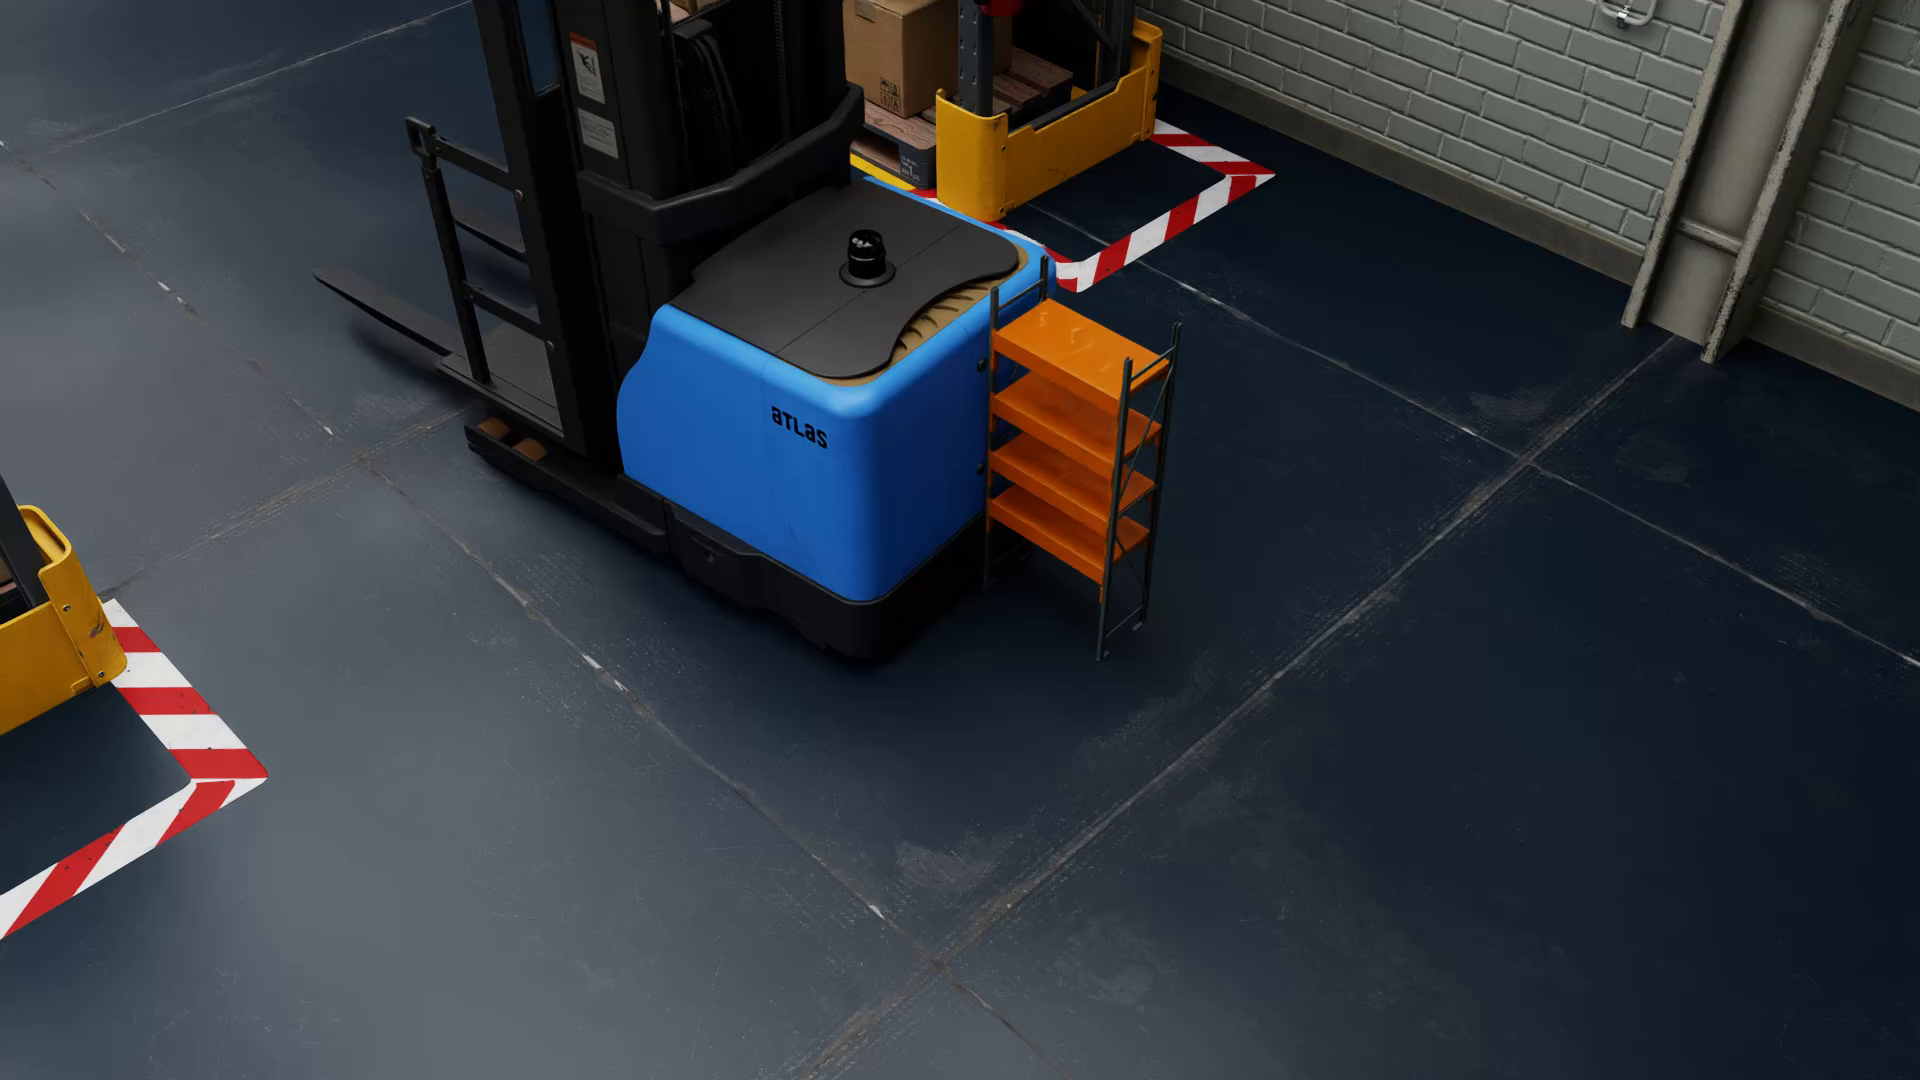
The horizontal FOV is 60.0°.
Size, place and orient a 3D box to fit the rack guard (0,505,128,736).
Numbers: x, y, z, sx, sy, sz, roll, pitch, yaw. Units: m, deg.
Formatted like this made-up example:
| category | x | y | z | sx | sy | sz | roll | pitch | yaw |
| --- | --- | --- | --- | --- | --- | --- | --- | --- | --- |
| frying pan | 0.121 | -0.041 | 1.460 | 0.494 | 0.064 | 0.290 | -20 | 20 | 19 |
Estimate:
| category | x | y | z | sx | sy | sz | roll | pitch | yaw |
| --- | --- | --- | --- | --- | --- | --- | --- | --- | --- |
| rack guard | -3.170 | 0.420 | 4.927 | 1.175 | 0.500 | 0.348 | -34 | 53 | -31 |

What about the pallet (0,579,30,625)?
| category | x | y | z | sx | sy | sz | roll | pitch | yaw |
| --- | --- | --- | --- | --- | --- | --- | --- | --- | --- |
| pallet | -3.734 | 0.144 | 5.439 | 1.003 | 0.211 | 1.213 | -34 | 53 | -31 |

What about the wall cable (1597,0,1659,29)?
| category | x | y | z | sx | sy | sz | roll | pitch | yaw |
| --- | --- | --- | --- | --- | --- | --- | --- | --- | --- |
| wall cable | 1.962 | -3.048 | 6.090 | 0.084 | 1.984 | 1.851 | -34 | 53 | -31 |

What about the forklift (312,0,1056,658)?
| category | x | y | z | sx | sy | sz | roll | pitch | yaw |
| --- | --- | --- | --- | --- | --- | --- | --- | --- | --- |
| forklift | -1.162 | -1.530 | 5.246 | 3.031 | 2.935 | 1.130 | 28 | 49 | 27 |

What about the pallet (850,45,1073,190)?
| category | x | y | z | sx | sy | sz | roll | pitch | yaw |
| --- | --- | --- | --- | --- | --- | --- | --- | --- | --- |
| pallet | -0.232 | -2.160 | 7.932 | 1.003 | 0.211 | 1.213 | -34 | 53 | -31 |

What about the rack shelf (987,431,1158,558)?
| category | x | y | z | sx | sy | sz | roll | pitch | yaw |
| --- | --- | --- | --- | --- | --- | --- | --- | --- | --- |
| rack shelf | 0.348 | -0.174 | 5.149 | 0.480 | 0.148 | 0.258 | 33 | 52 | 29 |

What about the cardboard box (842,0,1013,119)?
| category | x | y | z | sx | sy | sz | roll | pitch | yaw |
| --- | --- | --- | --- | --- | --- | --- | --- | --- | --- |
| cardboard box | -0.177 | -2.362 | 7.628 | 0.700 | 0.500 | 0.500 | -34 | 53 | -31 |

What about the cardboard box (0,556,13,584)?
| category | x | y | z | sx | sy | sz | roll | pitch | yaw |
| --- | --- | --- | --- | --- | --- | --- | --- | --- | --- |
| cardboard box | -3.169 | 0.058 | 5.253 | 0.380 | 0.149 | 0.250 | -34 | 53 | -31 |

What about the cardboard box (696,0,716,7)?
| category | x | y | z | sx | sy | sz | roll | pitch | yaw |
| --- | --- | --- | --- | --- | --- | --- | --- | --- | --- |
| cardboard box | -0.886 | -2.843 | 8.149 | 0.500 | 0.500 | 0.700 | 32 | 52 | 30 |

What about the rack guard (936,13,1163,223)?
| category | x | y | z | sx | sy | sz | roll | pitch | yaw |
| --- | --- | --- | --- | --- | --- | --- | --- | --- | --- |
| rack guard | 0.405 | -1.907 | 7.446 | 1.175 | 0.500 | 0.348 | -34 | 53 | -31 |

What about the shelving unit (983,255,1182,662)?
| category | x | y | z | sx | sy | sz | roll | pitch | yaw |
| --- | --- | --- | --- | --- | --- | --- | --- | --- | --- |
| shelving unit | 0.348 | -0.223 | 5.103 | 0.503 | 1.200 | 0.258 | 33 | 52 | 29 |

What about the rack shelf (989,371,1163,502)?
| category | x | y | z | sx | sy | sz | roll | pitch | yaw |
| --- | --- | --- | --- | --- | --- | --- | --- | --- | --- |
| rack shelf | 0.350 | -0.337 | 4.996 | 0.480 | 0.148 | 0.258 | 33 | 52 | 29 |

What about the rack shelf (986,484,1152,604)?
| category | x | y | z | sx | sy | sz | roll | pitch | yaw |
| --- | --- | --- | --- | --- | --- | --- | --- | --- | --- |
| rack shelf | 0.346 | -0.029 | 5.285 | 0.480 | 0.148 | 0.258 | 33 | 52 | 29 |

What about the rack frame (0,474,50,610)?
| category | x | y | z | sx | sy | sz | roll | pitch | yaw |
| --- | --- | --- | --- | --- | --- | --- | --- | --- | --- |
| rack frame | -3.117 | -0.461 | 4.039 | 1.000 | 3.000 | 0.127 | -34 | 53 | -31 |

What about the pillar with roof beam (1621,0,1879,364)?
| category | x | y | z | sx | sy | sz | roll | pitch | yaw |
| --- | --- | --- | --- | --- | --- | --- | --- | --- | --- |
| pillar with roof beam | -0.141 | -2.094 | 1.386 | 9.100 | 9.000 | 0.400 | -34 | 53 | -31 |

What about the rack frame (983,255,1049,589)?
| category | x | y | z | sx | sy | sz | roll | pitch | yaw |
| --- | --- | --- | --- | --- | --- | --- | --- | --- | --- |
| rack frame | 0.169 | -0.338 | 5.223 | 0.015 | 1.200 | 0.240 | 33 | 52 | 29 |

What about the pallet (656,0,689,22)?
| category | x | y | z | sx | sy | sz | roll | pitch | yaw |
| --- | --- | --- | --- | --- | --- | --- | --- | --- | --- |
| pallet | -1.089 | -2.746 | 8.566 | 1.003 | 0.211 | 1.213 | -34 | 53 | -31 |

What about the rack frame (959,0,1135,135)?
| category | x | y | z | sx | sy | sz | roll | pitch | yaw |
| --- | --- | --- | --- | --- | --- | --- | --- | --- | --- |
| rack frame | 0.388 | -2.837 | 6.610 | 1.000 | 3.000 | 0.127 | -34 | 53 | -31 |

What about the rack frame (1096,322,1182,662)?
| category | x | y | z | sx | sy | sz | roll | pitch | yaw |
| --- | --- | --- | --- | --- | --- | --- | --- | --- | --- |
| rack frame | 0.528 | -0.109 | 4.984 | 0.015 | 1.200 | 0.240 | 33 | 52 | 29 |

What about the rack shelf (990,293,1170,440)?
| category | x | y | z | sx | sy | sz | roll | pitch | yaw |
| --- | --- | --- | --- | --- | --- | --- | --- | --- | --- |
| rack shelf | 0.352 | -0.510 | 4.834 | 0.480 | 0.148 | 0.258 | 33 | 52 | 29 |

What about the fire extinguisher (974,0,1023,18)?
| category | x | y | z | sx | sy | sz | roll | pitch | yaw |
| --- | --- | --- | --- | --- | --- | --- | --- | --- | --- |
| fire extinguisher | 0.168 | -2.378 | 6.445 | 0.296 | 0.674 | 0.183 | -34 | 53 | -31 |

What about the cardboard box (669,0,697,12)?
| category | x | y | z | sx | sy | sz | roll | pitch | yaw |
| --- | --- | --- | --- | --- | --- | --- | --- | --- | --- |
| cardboard box | -1.268 | -3.096 | 8.423 | 0.700 | 0.500 | 0.500 | -33 | 52 | -30 |
